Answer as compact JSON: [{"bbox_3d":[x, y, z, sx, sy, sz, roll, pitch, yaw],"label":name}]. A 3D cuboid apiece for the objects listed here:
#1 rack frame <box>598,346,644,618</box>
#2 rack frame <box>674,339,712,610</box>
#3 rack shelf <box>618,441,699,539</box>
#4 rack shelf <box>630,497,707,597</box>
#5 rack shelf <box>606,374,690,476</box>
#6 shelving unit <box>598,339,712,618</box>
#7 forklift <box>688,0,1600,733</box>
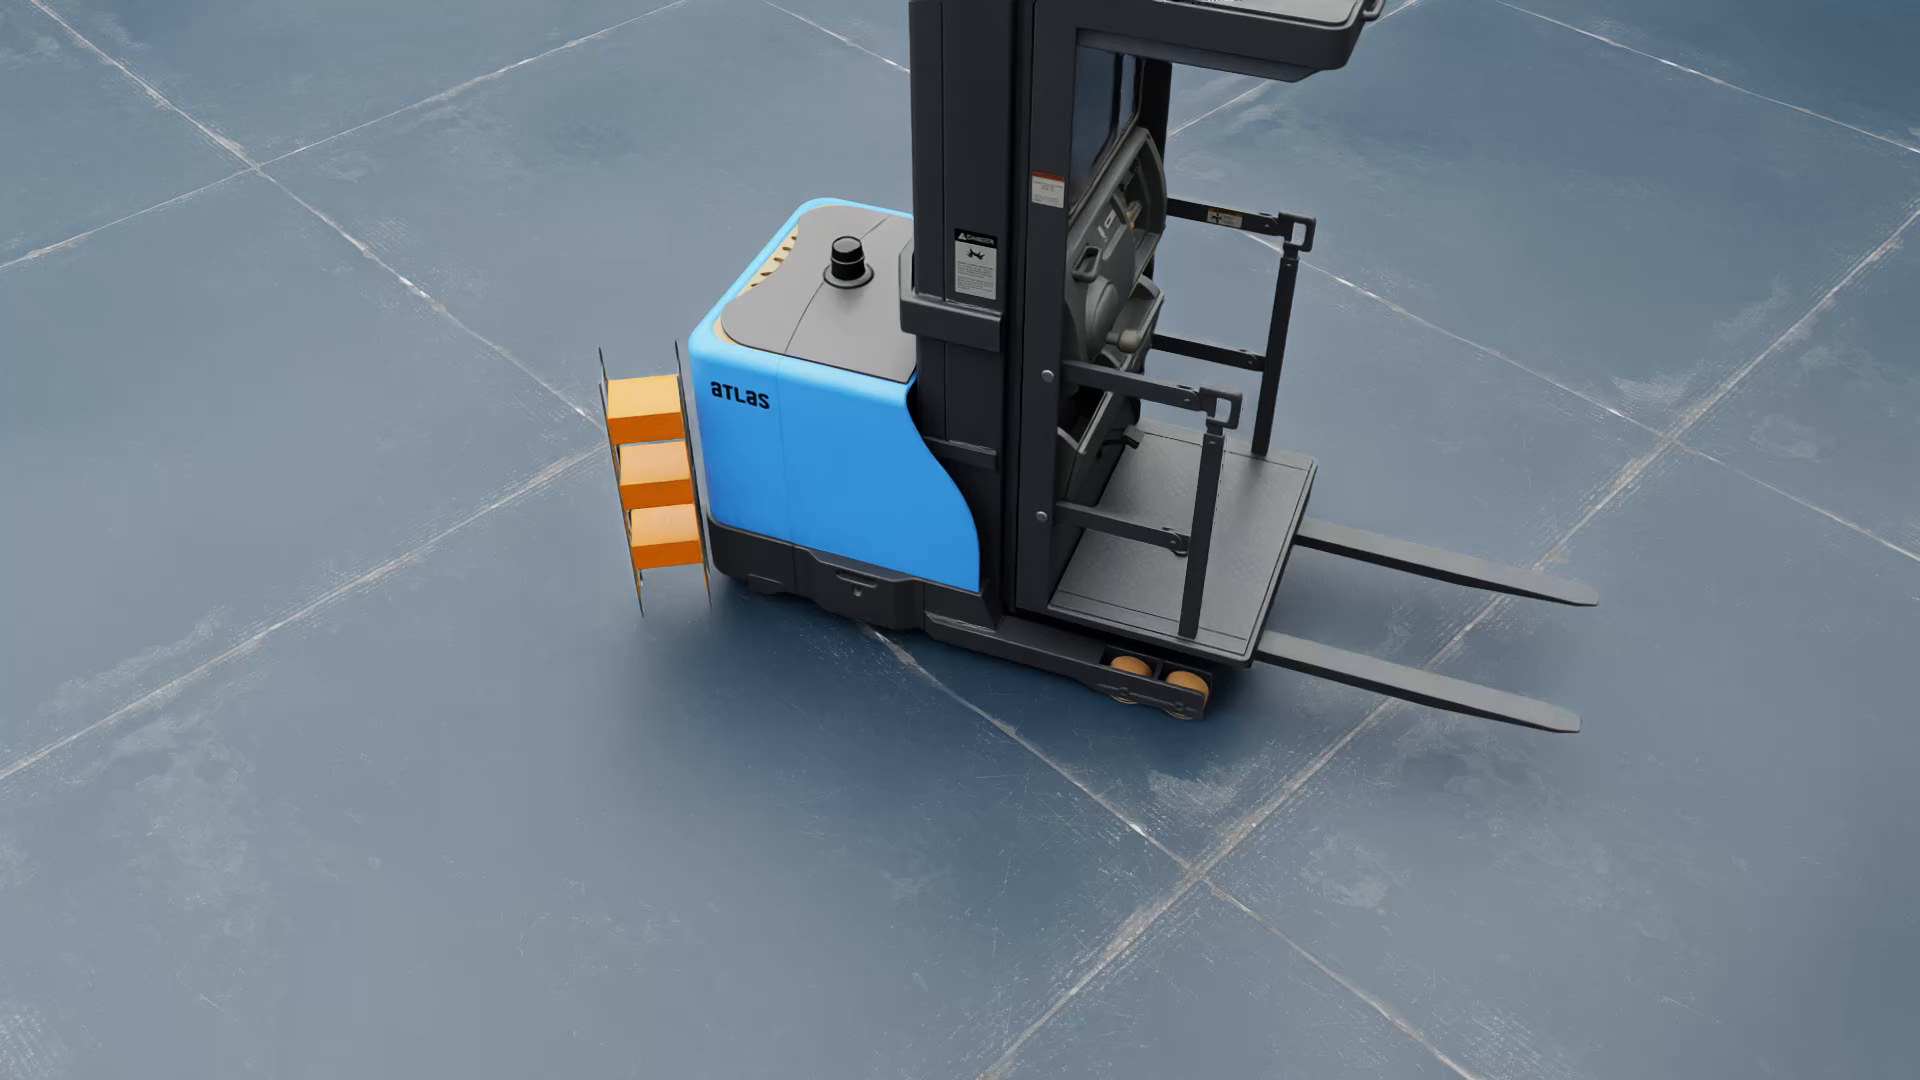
[{"bbox_3d":[-1.151,-0.174,5.665,0.008,1.050,0.200,-6,43,-7],"label":"rack frame"},{"bbox_3d":[-0.910,-0.200,5.693,0.008,1.050,0.200,-6,43,-7],"label":"rack frame"},{"bbox_3d":[-1.030,-0.179,5.686,0.240,0.259,0.215,-6,43,-7],"label":"rack shelf"},{"bbox_3d":[-1.030,0.025,5.875,0.240,0.259,0.215,-6,43,-7],"label":"rack shelf"},{"bbox_3d":[-1.030,-0.388,5.493,0.240,0.259,0.215,-6,43,-7],"label":"rack shelf"},{"bbox_3d":[-1.030,-0.187,5.679,0.252,1.050,0.215,-6,43,-7],"label":"shelving unit"},{"bbox_3d":[0.668,-0.884,5.047,3.031,2.935,1.130,15,45,15],"label":"forklift"}]
